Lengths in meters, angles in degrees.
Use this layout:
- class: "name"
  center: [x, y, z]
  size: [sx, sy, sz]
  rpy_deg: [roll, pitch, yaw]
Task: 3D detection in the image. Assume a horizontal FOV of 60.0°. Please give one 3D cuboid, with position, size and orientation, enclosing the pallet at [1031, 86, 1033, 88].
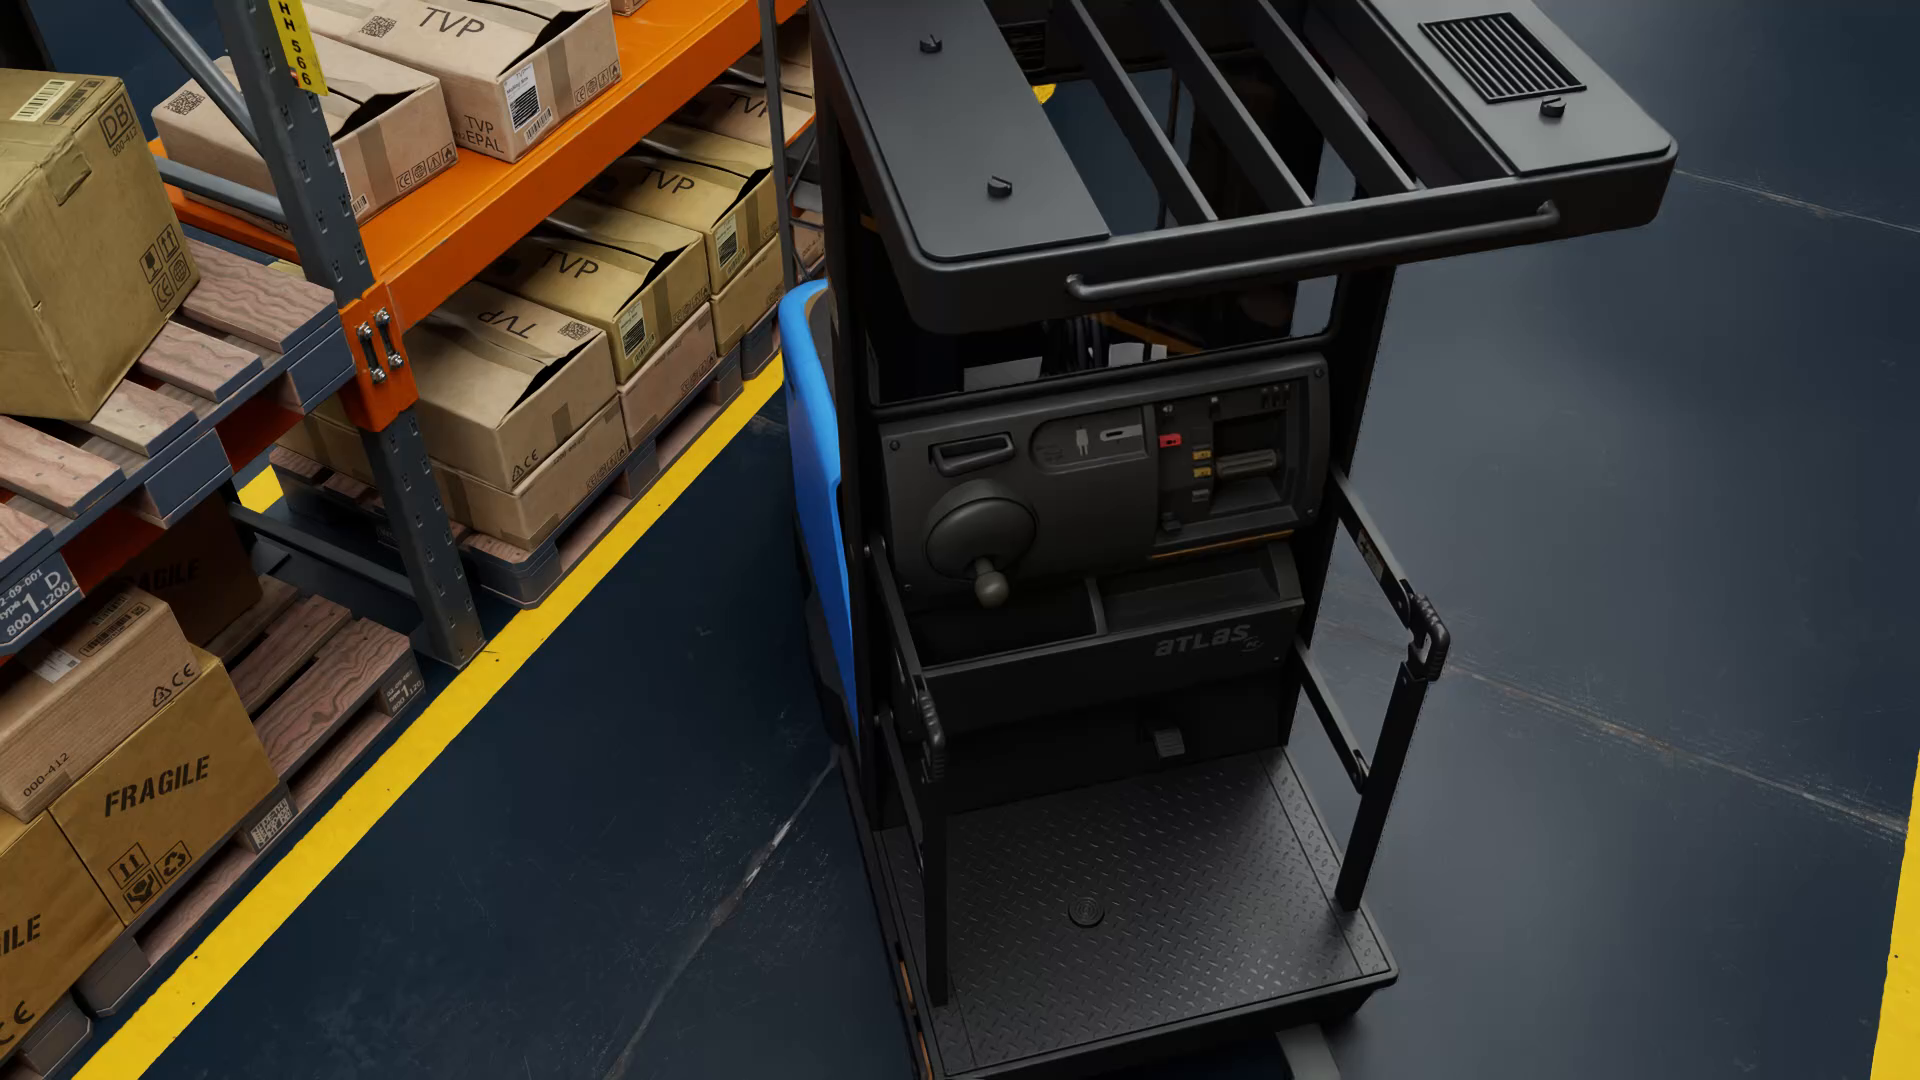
- class: "pallet"
  center: [-0.325, -1.933, 7.012]
  size: [1.003, 0.211, 1.213]
  rpy_deg: [20, 49, 19]

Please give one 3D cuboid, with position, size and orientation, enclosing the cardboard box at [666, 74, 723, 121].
- class: "cardboard box"
  center: [-1.143, -1.621, 5.987]
  size: [0.500, 0.311, 0.500]
  rpy_deg: [22, 49, 20]

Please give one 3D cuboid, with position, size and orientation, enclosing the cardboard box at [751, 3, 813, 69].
- class: "cardboard box"
  center: [-0.422, -1.775, 6.139]
  size: [0.500, 0.311, 0.500]
  rpy_deg: [20, 49, 19]

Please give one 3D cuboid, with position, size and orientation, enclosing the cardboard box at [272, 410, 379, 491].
- class: "cardboard box"
  center: [-1.847, -0.463, 5.237]
  size: [0.500, 0.250, 0.500]
  rpy_deg: [22, 49, 20]

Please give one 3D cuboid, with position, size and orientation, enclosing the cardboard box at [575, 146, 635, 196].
- class: "cardboard box"
  center: [-1.378, -1.306, 5.676]
  size: [0.500, 0.311, 0.500]
  rpy_deg: [20, 49, 19]

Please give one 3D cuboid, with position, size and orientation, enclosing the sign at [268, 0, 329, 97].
- class: "sign"
  center: [-1.390, -1.076, 3.446]
  size: [0.100, 0.325, 0.005]
  rpy_deg: [20, 49, 19]

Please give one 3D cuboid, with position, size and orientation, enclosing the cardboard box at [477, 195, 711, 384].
- class: "cardboard box"
  center: [-1.135, -0.815, 5.190]
  size: [0.500, 0.311, 0.500]
  rpy_deg: [19, 48, 18]

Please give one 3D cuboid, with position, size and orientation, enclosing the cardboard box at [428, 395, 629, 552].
- class: "cardboard box"
  center: [-1.372, -0.284, 5.060]
  size: [0.500, 0.250, 0.500]
  rpy_deg: [20, 49, 19]

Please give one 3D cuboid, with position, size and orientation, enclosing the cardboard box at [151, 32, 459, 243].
- class: "cardboard box"
  center: [-1.667, -1.054, 4.245]
  size: [0.500, 0.311, 0.500]
  rpy_deg: [23, 50, 21]

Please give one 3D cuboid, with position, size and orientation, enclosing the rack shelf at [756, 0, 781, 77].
- class: "rack shelf"
  center: [-0.219, -1.479, 4.270]
  size: [0.431, 0.518, 0.480]
  rpy_deg: [19, 48, 18]

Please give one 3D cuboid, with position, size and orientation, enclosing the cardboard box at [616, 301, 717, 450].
- class: "cardboard box"
  center: [-1.139, -0.601, 5.373]
  size: [0.500, 0.250, 0.500]
  rpy_deg: [19, 48, 18]

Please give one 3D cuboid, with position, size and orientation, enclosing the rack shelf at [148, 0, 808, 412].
- class: "rack shelf"
  center: [-0.946, -1.877, 5.502]
  size: [1.077, 0.370, 4.000]
  rpy_deg: [20, 49, 19]

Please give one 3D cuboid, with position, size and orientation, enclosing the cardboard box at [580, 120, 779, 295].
- class: "cardboard box"
  center: [-0.896, -1.136, 5.507]
  size: [0.500, 0.311, 0.500]
  rpy_deg: [19, 48, 18]

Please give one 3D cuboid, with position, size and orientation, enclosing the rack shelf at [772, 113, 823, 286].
- class: "rack shelf"
  center: [-0.219, -0.986, 4.768]
  size: [0.431, 0.518, 0.480]
  rpy_deg: [19, 48, 18]

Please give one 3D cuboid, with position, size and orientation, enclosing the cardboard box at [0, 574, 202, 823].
- class: "cardboard box"
  center: [-2.124, 0.294, 3.772]
  size: [0.500, 0.250, 0.500]
  rpy_deg: [22, 49, 21]

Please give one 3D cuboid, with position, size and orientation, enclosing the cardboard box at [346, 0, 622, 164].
- class: "cardboard box"
  center: [-1.288, -1.338, 4.527]
  size: [0.500, 0.311, 0.500]
  rpy_deg: [20, 49, 19]

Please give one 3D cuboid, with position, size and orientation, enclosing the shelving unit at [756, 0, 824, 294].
- class: "shelving unit"
  center: [-0.219, -0.996, 4.758]
  size: [0.431, 2.100, 0.503]
  rpy_deg: [19, 48, 18]

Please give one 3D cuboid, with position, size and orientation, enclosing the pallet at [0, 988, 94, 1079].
- class: "pallet"
  center: [-2.822, 1.333, 3.784]
  size: [1.003, 0.211, 1.213]
  rpy_deg: [20, 49, 19]

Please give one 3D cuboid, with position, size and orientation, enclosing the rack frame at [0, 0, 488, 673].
- class: "rack frame"
  center: [-1.875, -0.870, 4.001]
  size: [1.000, 3.000, 0.127]
  rpy_deg: [20, 49, 19]

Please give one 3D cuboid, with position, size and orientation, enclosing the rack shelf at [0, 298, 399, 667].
- class: "rack shelf"
  center: [-2.803, 0.643, 3.012]
  size: [1.077, 0.370, 4.000]
  rpy_deg: [20, 49, 19]

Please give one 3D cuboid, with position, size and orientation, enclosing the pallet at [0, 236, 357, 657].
- class: "pallet"
  center: [-2.127, -0.353, 3.624]
  size: [1.213, 0.211, 1.003]
  rpy_deg: [20, 49, 19]

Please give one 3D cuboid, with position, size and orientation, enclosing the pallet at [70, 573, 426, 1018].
- class: "pallet"
  center: [-2.255, 0.568, 4.540]
  size: [1.003, 0.211, 1.213]
  rpy_deg: [20, 49, 19]

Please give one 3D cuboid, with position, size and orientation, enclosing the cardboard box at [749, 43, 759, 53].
- class: "cardboard box"
  center: [-0.907, -1.950, 6.312]
  size: [0.500, 0.311, 0.500]
  rpy_deg: [19, 48, 18]

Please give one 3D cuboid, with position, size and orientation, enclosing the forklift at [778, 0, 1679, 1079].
- class: "forklift"
  center: [0.361, -0.024, 3.213]
  size: [1.130, 2.935, 3.031]
  rpy_deg: [-10, 46, -10]

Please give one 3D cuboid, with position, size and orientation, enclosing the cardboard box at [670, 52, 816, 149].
- class: "cardboard box"
  center: [-0.658, -1.460, 5.827]
  size: [0.500, 0.311, 0.500]
  rpy_deg: [20, 49, 19]

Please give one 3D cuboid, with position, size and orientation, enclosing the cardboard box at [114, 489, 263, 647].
- class: "cardboard box"
  center: [-2.339, 0.046, 4.544]
  size: [0.500, 0.500, 0.500]
  rpy_deg: [22, 49, 21]

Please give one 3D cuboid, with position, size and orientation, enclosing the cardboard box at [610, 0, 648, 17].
- class: "cardboard box"
  center: [-1.110, -1.968, 5.016]
  size: [0.500, 0.500, 0.500]
  rpy_deg: [18, 48, 17]

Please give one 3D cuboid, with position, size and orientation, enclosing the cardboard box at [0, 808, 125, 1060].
- class: "cardboard box"
  center: [-2.342, 0.846, 3.753]
  size: [0.500, 0.500, 0.500]
  rpy_deg: [19, 48, 18]

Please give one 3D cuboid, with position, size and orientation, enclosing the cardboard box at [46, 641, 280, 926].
- class: "cardboard box"
  center: [-2.101, 0.520, 4.075]
  size: [0.500, 0.500, 0.500]
  rpy_deg: [22, 49, 21]

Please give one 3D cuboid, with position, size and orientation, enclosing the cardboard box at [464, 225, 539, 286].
- class: "cardboard box"
  center: [-1.614, -0.989, 5.363]
  size: [0.500, 0.311, 0.500]
  rpy_deg: [20, 49, 18]

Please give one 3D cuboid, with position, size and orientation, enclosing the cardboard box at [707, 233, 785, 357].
- class: "cardboard box"
  center: [-0.903, -0.931, 5.699]
  size: [0.500, 0.250, 0.500]
  rpy_deg: [19, 48, 18]

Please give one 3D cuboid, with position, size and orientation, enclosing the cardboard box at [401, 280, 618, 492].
- class: "cardboard box"
  center: [-1.372, -0.481, 4.861]
  size: [0.500, 0.311, 0.500]
  rpy_deg: [22, 49, 20]

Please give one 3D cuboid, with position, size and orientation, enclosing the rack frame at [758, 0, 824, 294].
- class: "rack frame"
  center: [-0.325, -0.840, 4.604]
  size: [0.400, 2.100, 0.015]
  rpy_deg: [19, 48, 18]

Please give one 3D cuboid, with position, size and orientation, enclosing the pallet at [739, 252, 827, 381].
- class: "pallet"
  center: [-0.891, -1.162, 6.250]
  size: [1.003, 0.211, 1.213]
  rpy_deg: [20, 49, 19]

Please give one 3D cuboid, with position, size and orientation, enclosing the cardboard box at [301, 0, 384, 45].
- class: "cardboard box"
  center: [-1.702, -1.440, 4.741]
  size: [0.380, 0.149, 0.250]
  rpy_deg: [20, 49, 19]

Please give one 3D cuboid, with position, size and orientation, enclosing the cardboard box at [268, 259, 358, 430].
- class: "cardboard box"
  center: [-1.850, -0.660, 5.037]
  size: [0.500, 0.311, 0.500]
  rpy_deg: [22, 49, 20]

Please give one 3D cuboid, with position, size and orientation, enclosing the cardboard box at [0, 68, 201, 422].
- class: "cardboard box"
  center: [-2.067, -0.619, 3.387]
  size: [0.700, 0.500, 0.500]
  rpy_deg: [6, 46, 6]

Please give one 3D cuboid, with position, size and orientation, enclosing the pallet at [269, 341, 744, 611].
- class: "pallet"
  center: [-1.458, -0.396, 5.493]
  size: [1.003, 0.211, 1.213]
  rpy_deg: [20, 49, 19]

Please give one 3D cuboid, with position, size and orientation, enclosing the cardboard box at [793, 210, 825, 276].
- class: "cardboard box"
  center: [-0.665, -1.254, 6.018]
  size: [0.500, 0.250, 0.500]
  rpy_deg: [21, 49, 20]
